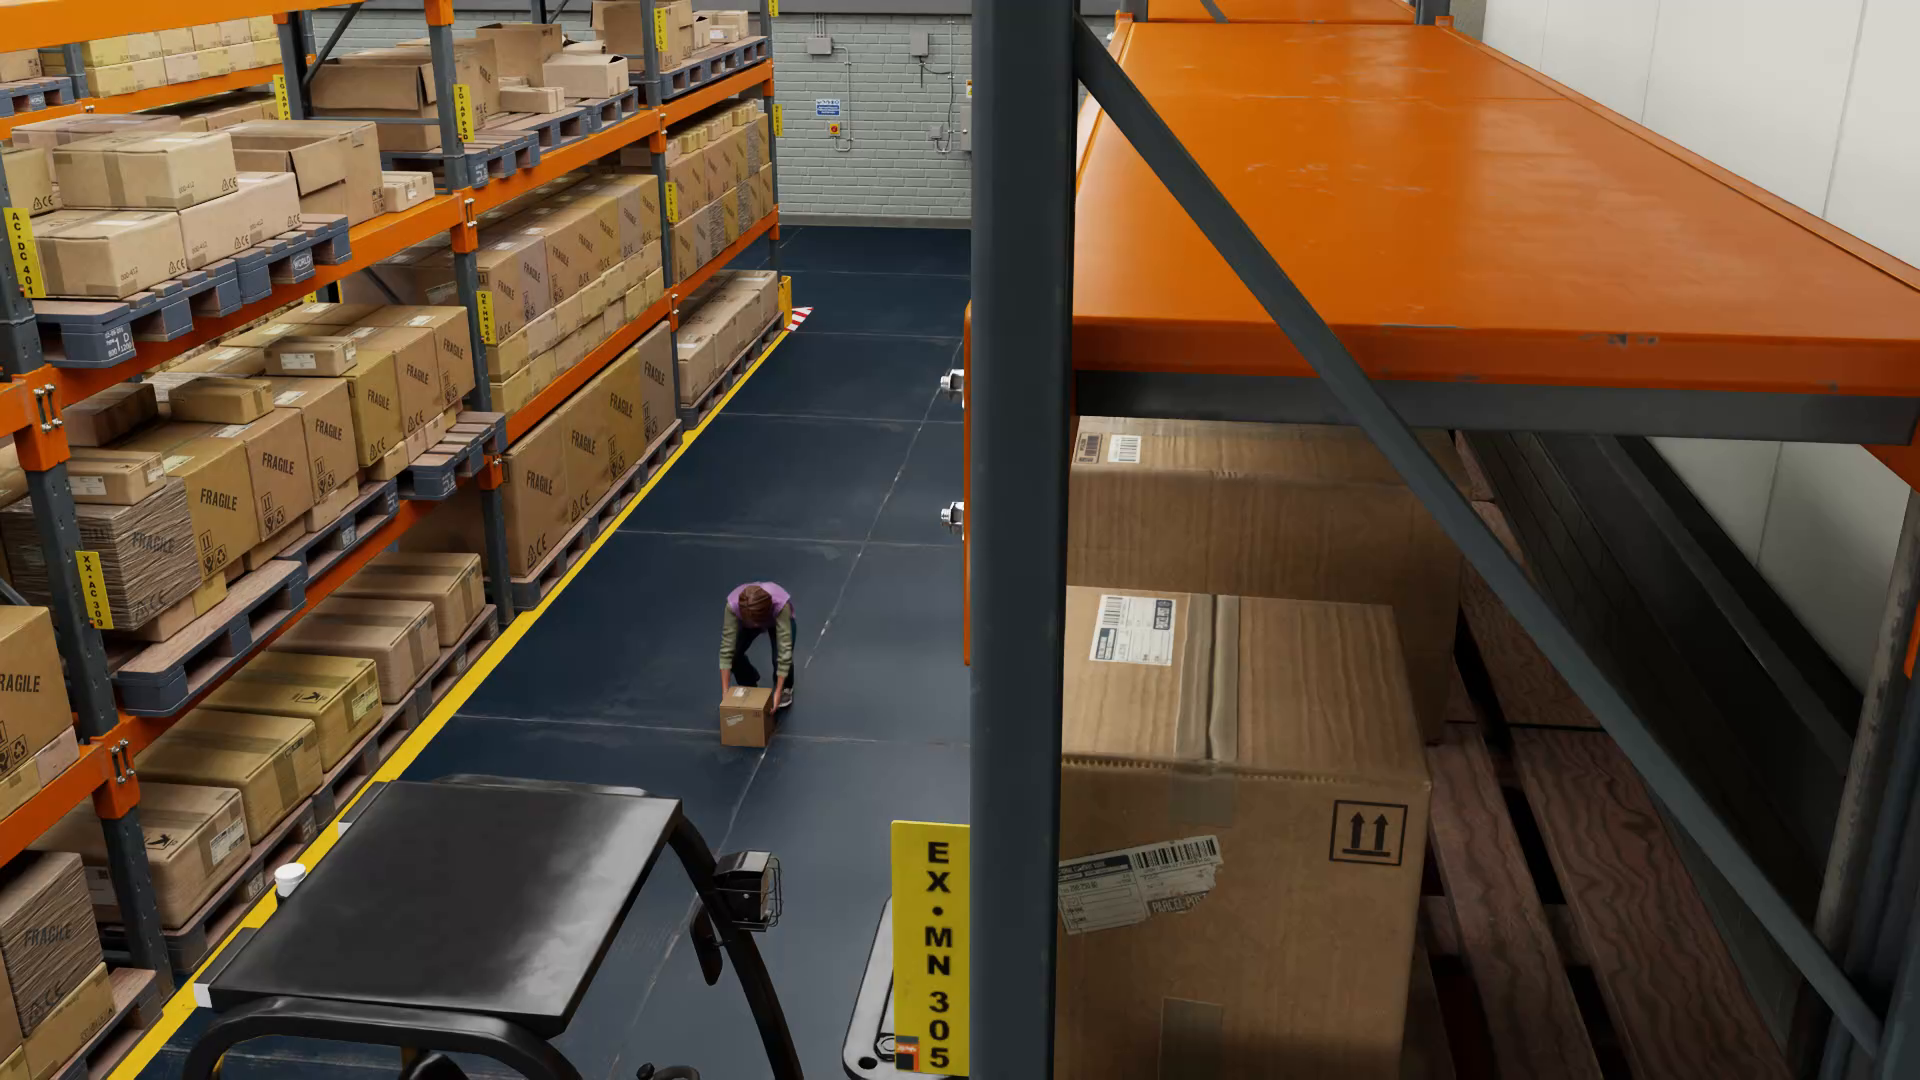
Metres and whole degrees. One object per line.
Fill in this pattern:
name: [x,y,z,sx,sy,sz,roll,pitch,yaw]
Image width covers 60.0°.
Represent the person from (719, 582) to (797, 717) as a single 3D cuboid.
person: [-1.148,0.573,9.628,0.449,0.878,0.797,2,22,6]
